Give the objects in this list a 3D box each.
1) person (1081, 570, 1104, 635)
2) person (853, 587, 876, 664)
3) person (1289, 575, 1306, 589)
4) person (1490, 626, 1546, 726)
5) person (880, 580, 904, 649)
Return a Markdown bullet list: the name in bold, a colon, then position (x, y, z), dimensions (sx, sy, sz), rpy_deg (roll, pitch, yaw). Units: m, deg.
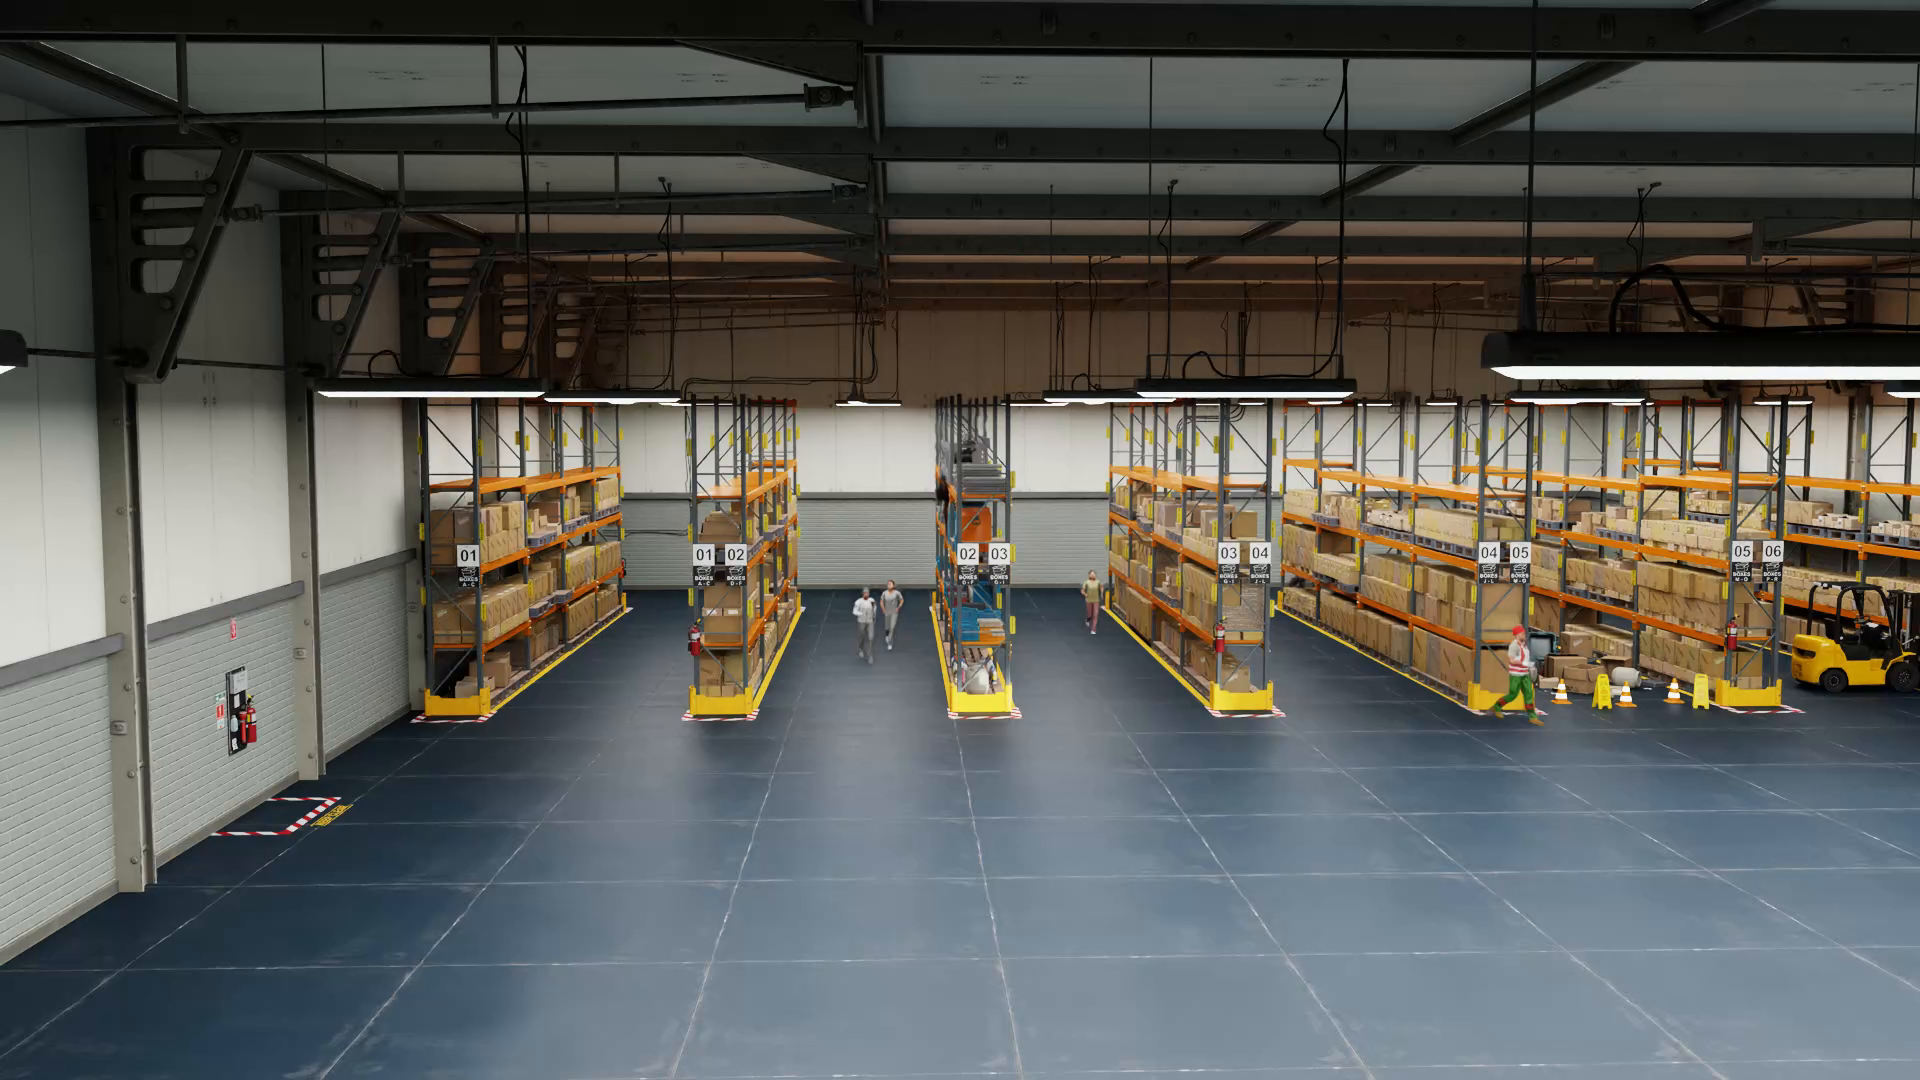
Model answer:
- **person**: position (3.393, 1.581, 42.362), dimensions (0.593, 1.639, 0.901), rpy_deg (0, 5, -4)
- **person**: position (-2.155, 1.894, 37.767), dimensions (0.562, 1.706, 0.857), rpy_deg (-1, 5, -10)
- **person**: position (10.027, 1.030, 49.090), dimensions (0.643, 1.704, 0.714), rpy_deg (3, 5, 35)
- **person**: position (10.097, 2.436, 30.071), dimensions (1.003, 1.778, 0.670), rpy_deg (4, 6, 44)
- **person**: position (-1.632, 1.771, 39.986), dimensions (0.568, 1.646, 0.659), rpy_deg (0, 5, 5)
